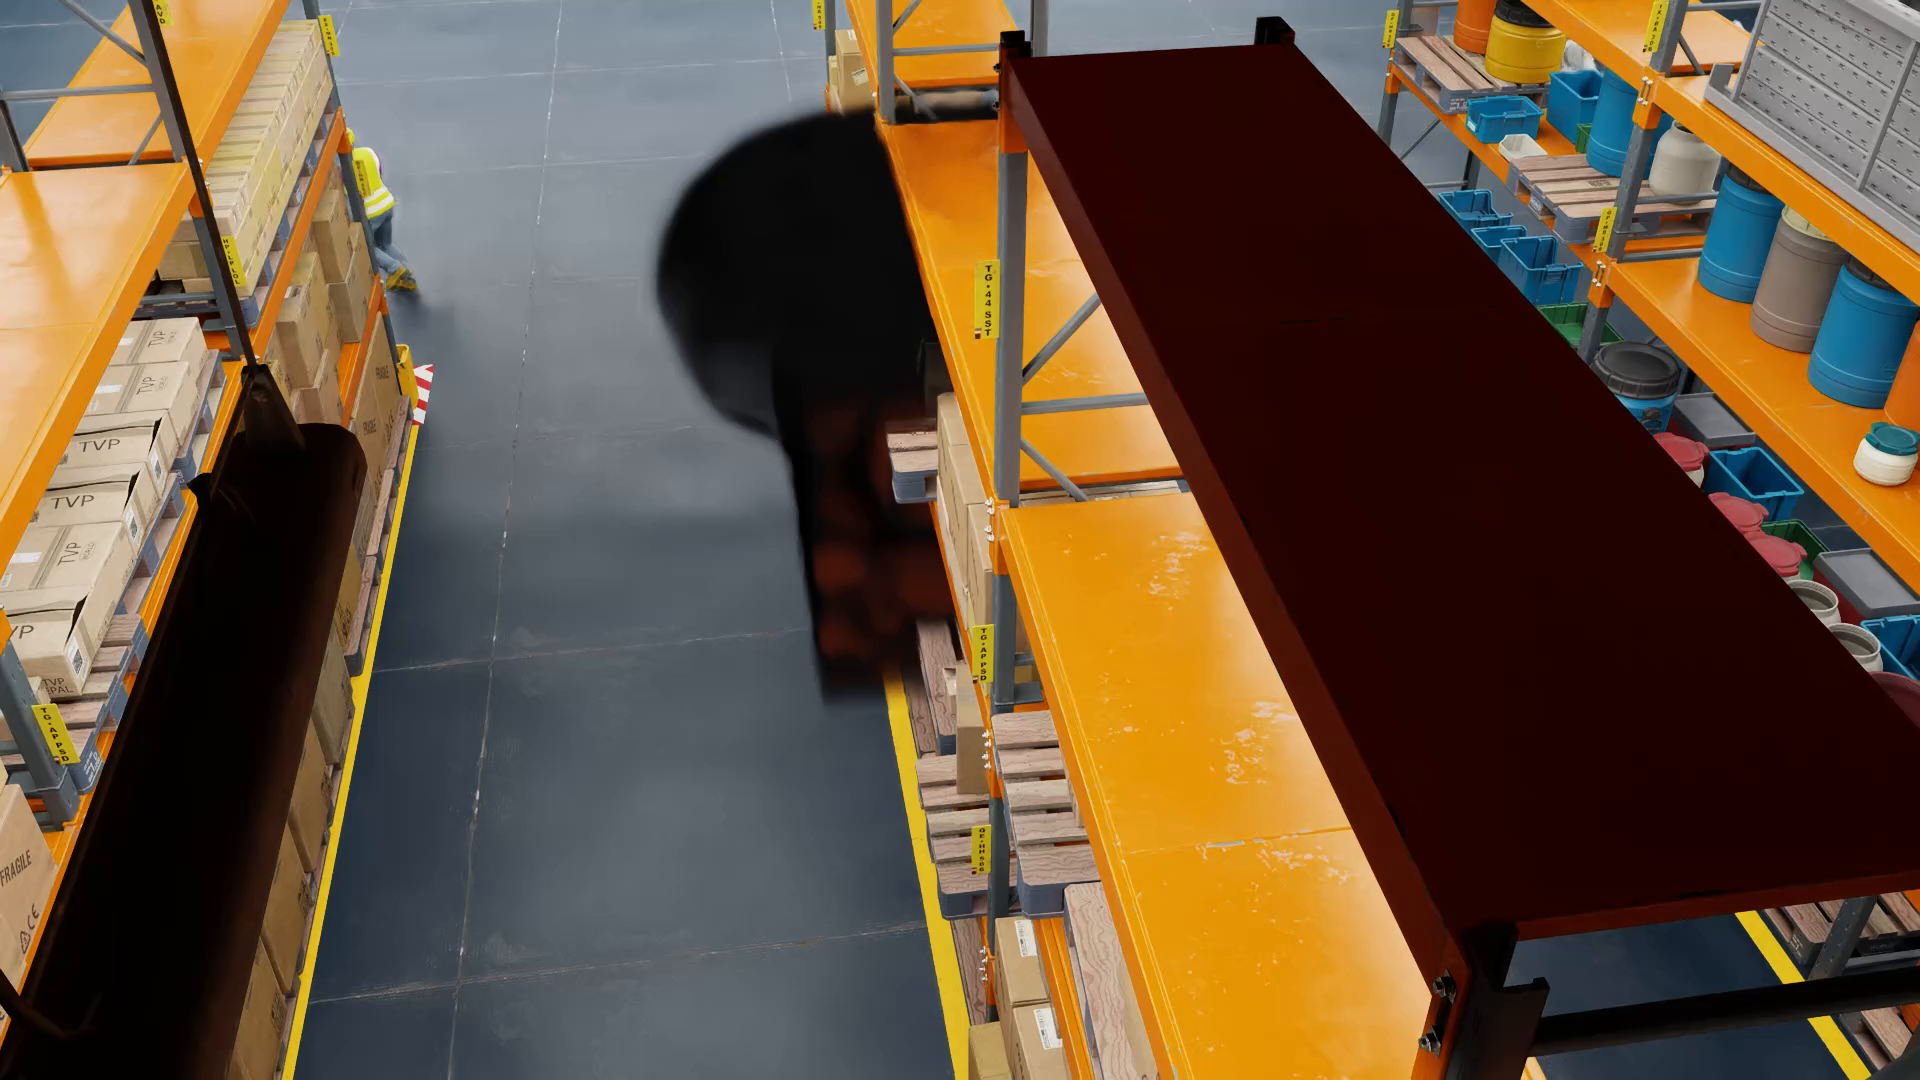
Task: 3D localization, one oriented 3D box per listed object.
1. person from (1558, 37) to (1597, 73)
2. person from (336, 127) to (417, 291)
[{"bbox_3d":[7.162,-5.179,19.123,1.038,1.734,0.703,11,38,15],"label":"person"},{"bbox_3d":[-5.904,-3.289,16.538,0.781,1.654,0.713,12,38,16],"label":"person"}]
